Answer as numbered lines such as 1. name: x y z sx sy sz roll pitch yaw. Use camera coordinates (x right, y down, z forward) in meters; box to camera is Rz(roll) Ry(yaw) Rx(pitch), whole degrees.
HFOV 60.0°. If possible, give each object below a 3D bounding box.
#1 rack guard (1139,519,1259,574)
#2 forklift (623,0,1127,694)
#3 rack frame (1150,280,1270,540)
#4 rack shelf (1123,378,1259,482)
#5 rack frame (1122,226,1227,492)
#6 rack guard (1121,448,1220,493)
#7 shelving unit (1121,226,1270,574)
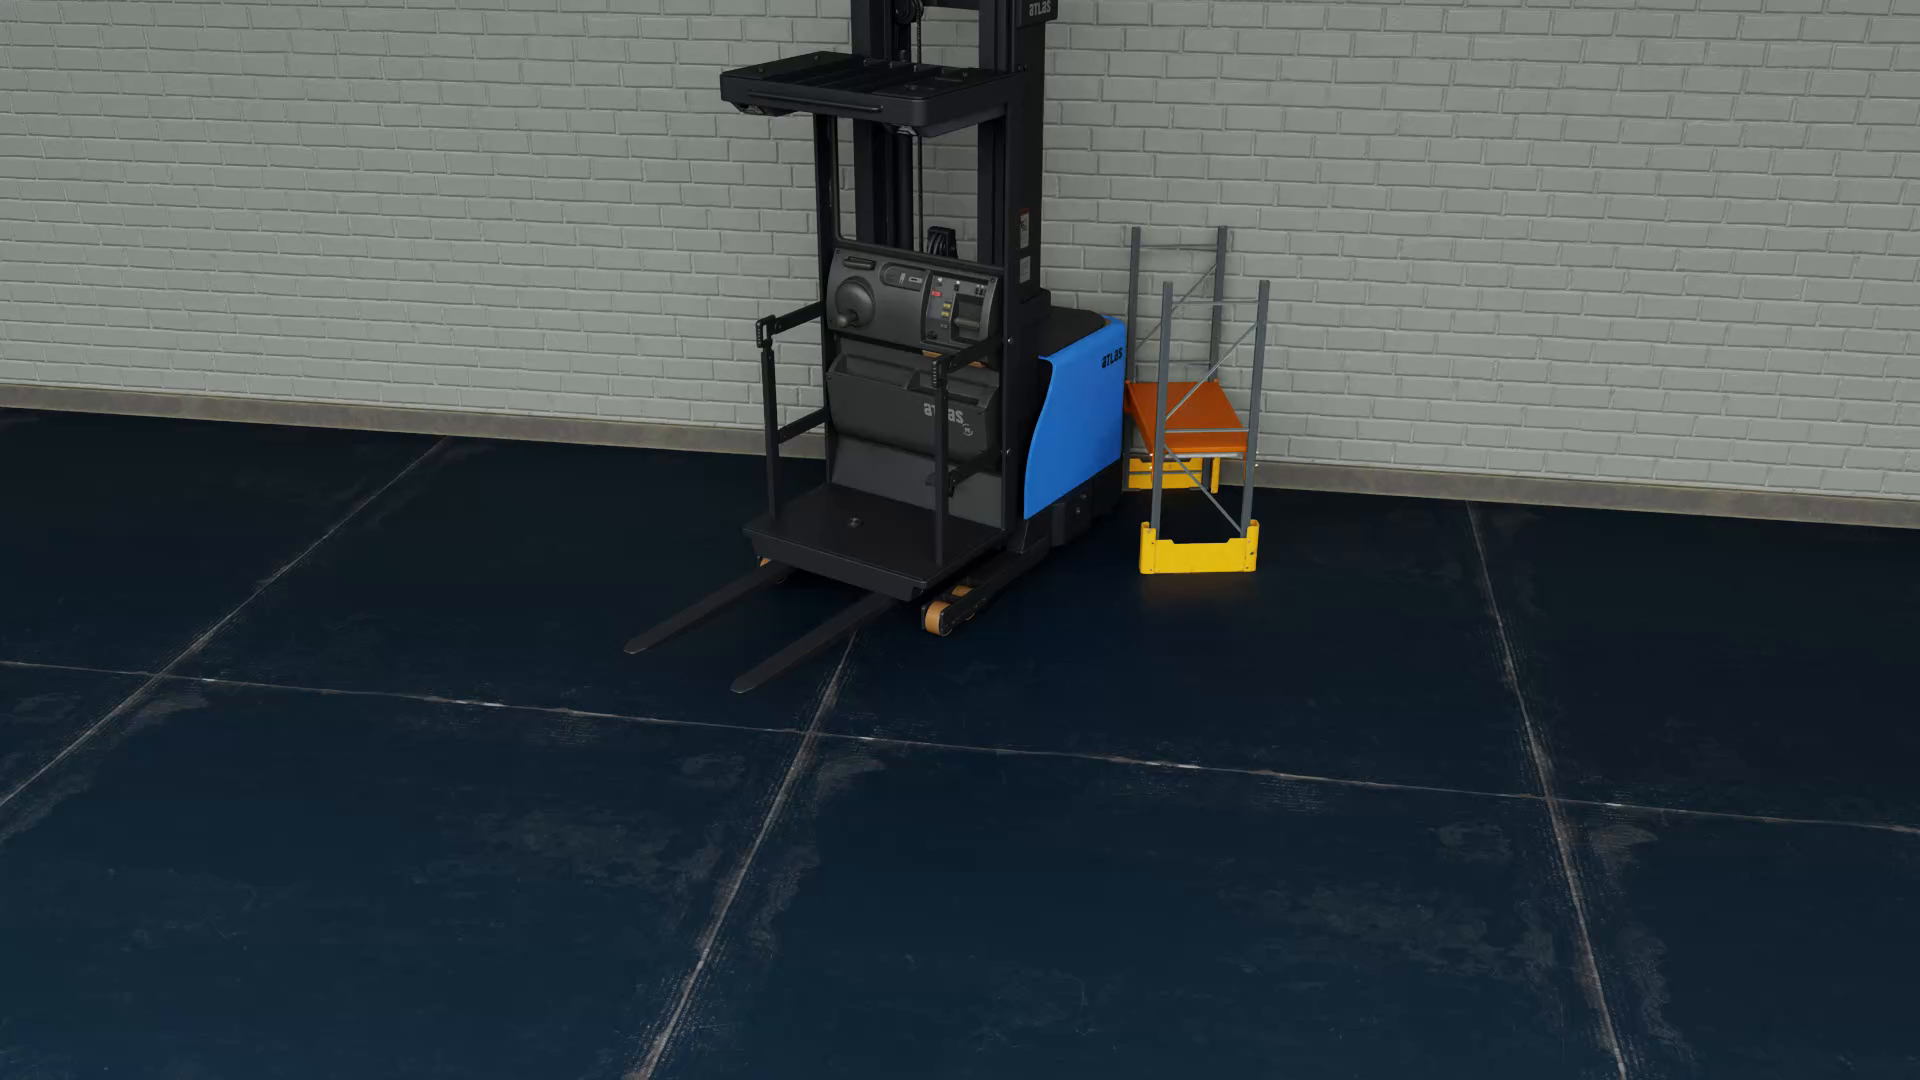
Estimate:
1. rack guard: 1.204 0.033 8.384 0.587 0.250 0.087 -1 25 -3
2. forklift: -0.348 -1.105 7.654 1.130 2.935 3.031 16 29 30
3. rack frame: 1.204 -0.532 8.118 0.500 1.500 0.032 -1 25 -3
4. rack shelf: 1.178 -0.585 8.654 0.538 0.185 1.000 -1 25 -3
5. rack frame: 1.152 -0.963 9.037 0.500 1.500 0.032 -1 25 -3
6. rack guard: 1.153 -0.388 9.285 0.587 0.250 0.087 -1 25 -3
7. shelving unit: 1.178 -0.744 8.569 0.587 1.500 1.083 -1 25 -3
